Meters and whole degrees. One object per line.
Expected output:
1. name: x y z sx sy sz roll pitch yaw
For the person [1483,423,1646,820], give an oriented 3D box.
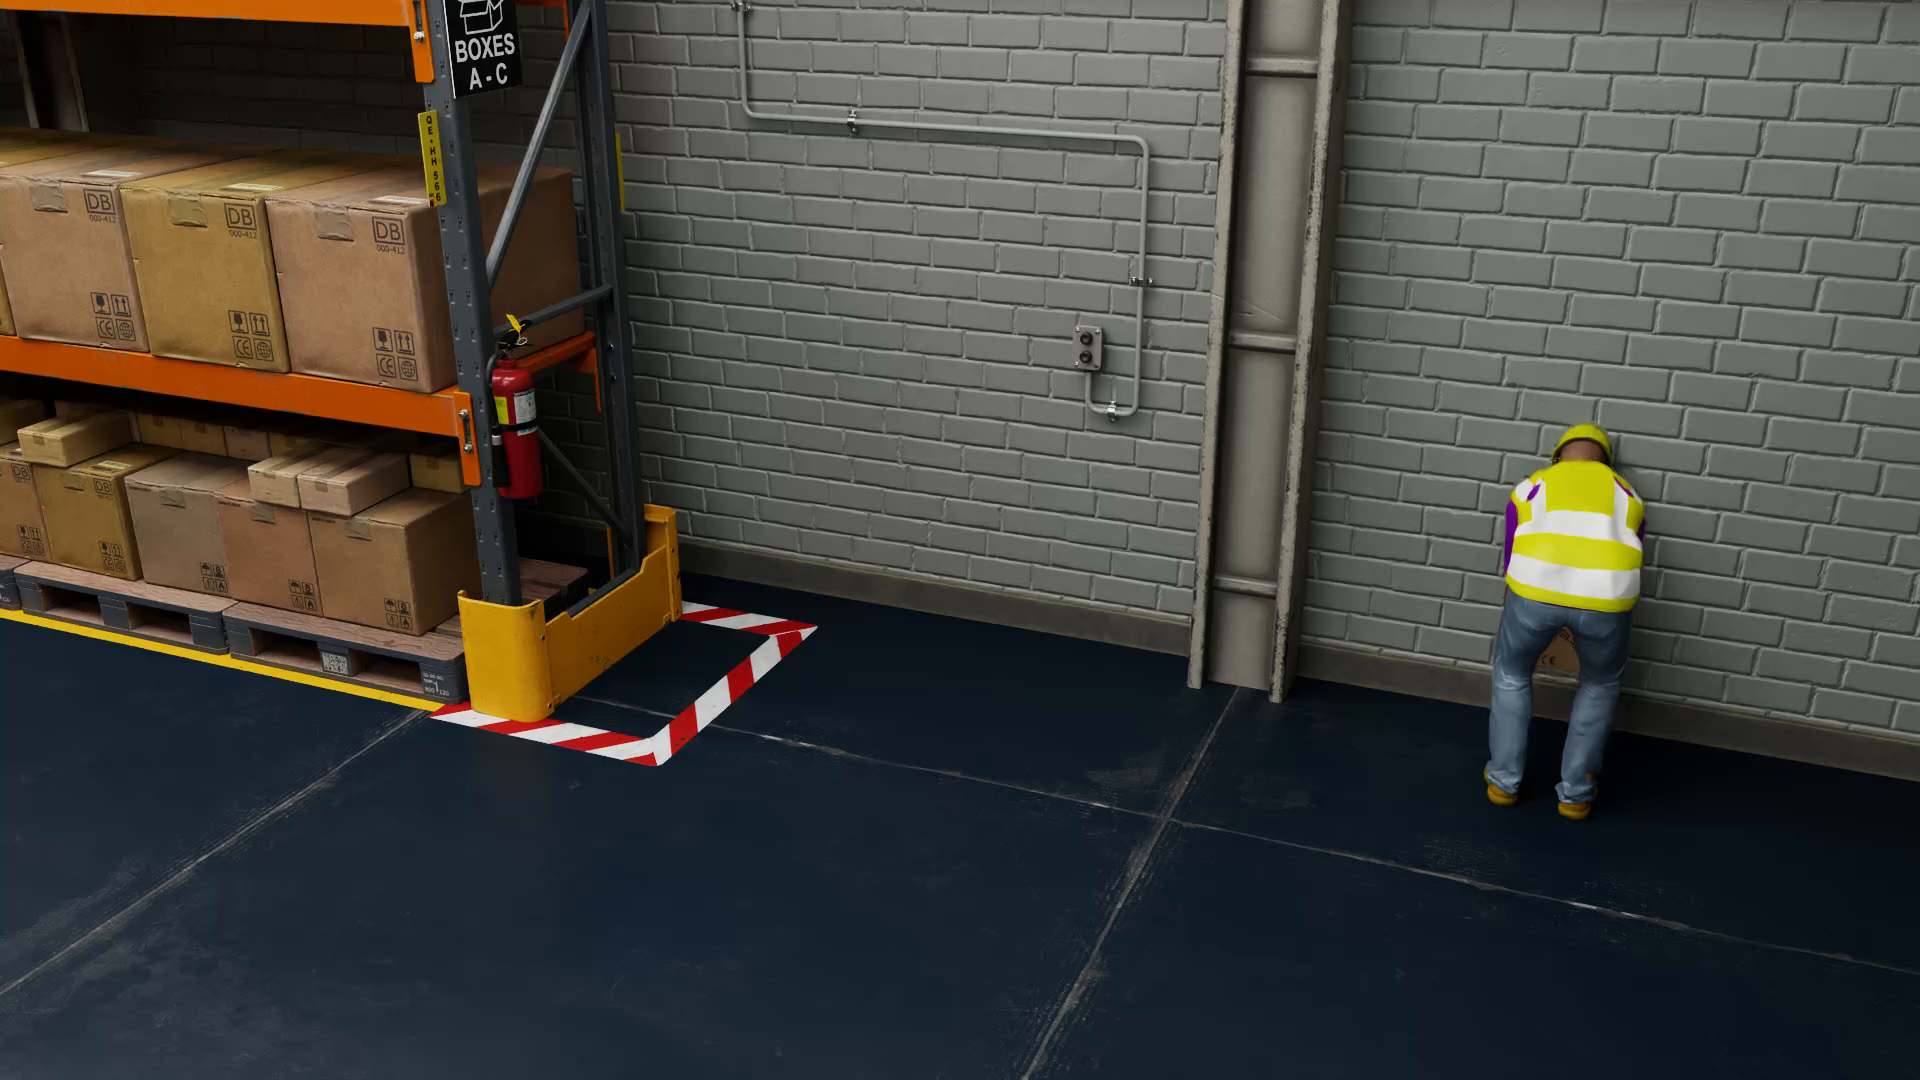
1. person: 2.193 0.277 6.069 0.475 1.242 0.956 8 23 19
